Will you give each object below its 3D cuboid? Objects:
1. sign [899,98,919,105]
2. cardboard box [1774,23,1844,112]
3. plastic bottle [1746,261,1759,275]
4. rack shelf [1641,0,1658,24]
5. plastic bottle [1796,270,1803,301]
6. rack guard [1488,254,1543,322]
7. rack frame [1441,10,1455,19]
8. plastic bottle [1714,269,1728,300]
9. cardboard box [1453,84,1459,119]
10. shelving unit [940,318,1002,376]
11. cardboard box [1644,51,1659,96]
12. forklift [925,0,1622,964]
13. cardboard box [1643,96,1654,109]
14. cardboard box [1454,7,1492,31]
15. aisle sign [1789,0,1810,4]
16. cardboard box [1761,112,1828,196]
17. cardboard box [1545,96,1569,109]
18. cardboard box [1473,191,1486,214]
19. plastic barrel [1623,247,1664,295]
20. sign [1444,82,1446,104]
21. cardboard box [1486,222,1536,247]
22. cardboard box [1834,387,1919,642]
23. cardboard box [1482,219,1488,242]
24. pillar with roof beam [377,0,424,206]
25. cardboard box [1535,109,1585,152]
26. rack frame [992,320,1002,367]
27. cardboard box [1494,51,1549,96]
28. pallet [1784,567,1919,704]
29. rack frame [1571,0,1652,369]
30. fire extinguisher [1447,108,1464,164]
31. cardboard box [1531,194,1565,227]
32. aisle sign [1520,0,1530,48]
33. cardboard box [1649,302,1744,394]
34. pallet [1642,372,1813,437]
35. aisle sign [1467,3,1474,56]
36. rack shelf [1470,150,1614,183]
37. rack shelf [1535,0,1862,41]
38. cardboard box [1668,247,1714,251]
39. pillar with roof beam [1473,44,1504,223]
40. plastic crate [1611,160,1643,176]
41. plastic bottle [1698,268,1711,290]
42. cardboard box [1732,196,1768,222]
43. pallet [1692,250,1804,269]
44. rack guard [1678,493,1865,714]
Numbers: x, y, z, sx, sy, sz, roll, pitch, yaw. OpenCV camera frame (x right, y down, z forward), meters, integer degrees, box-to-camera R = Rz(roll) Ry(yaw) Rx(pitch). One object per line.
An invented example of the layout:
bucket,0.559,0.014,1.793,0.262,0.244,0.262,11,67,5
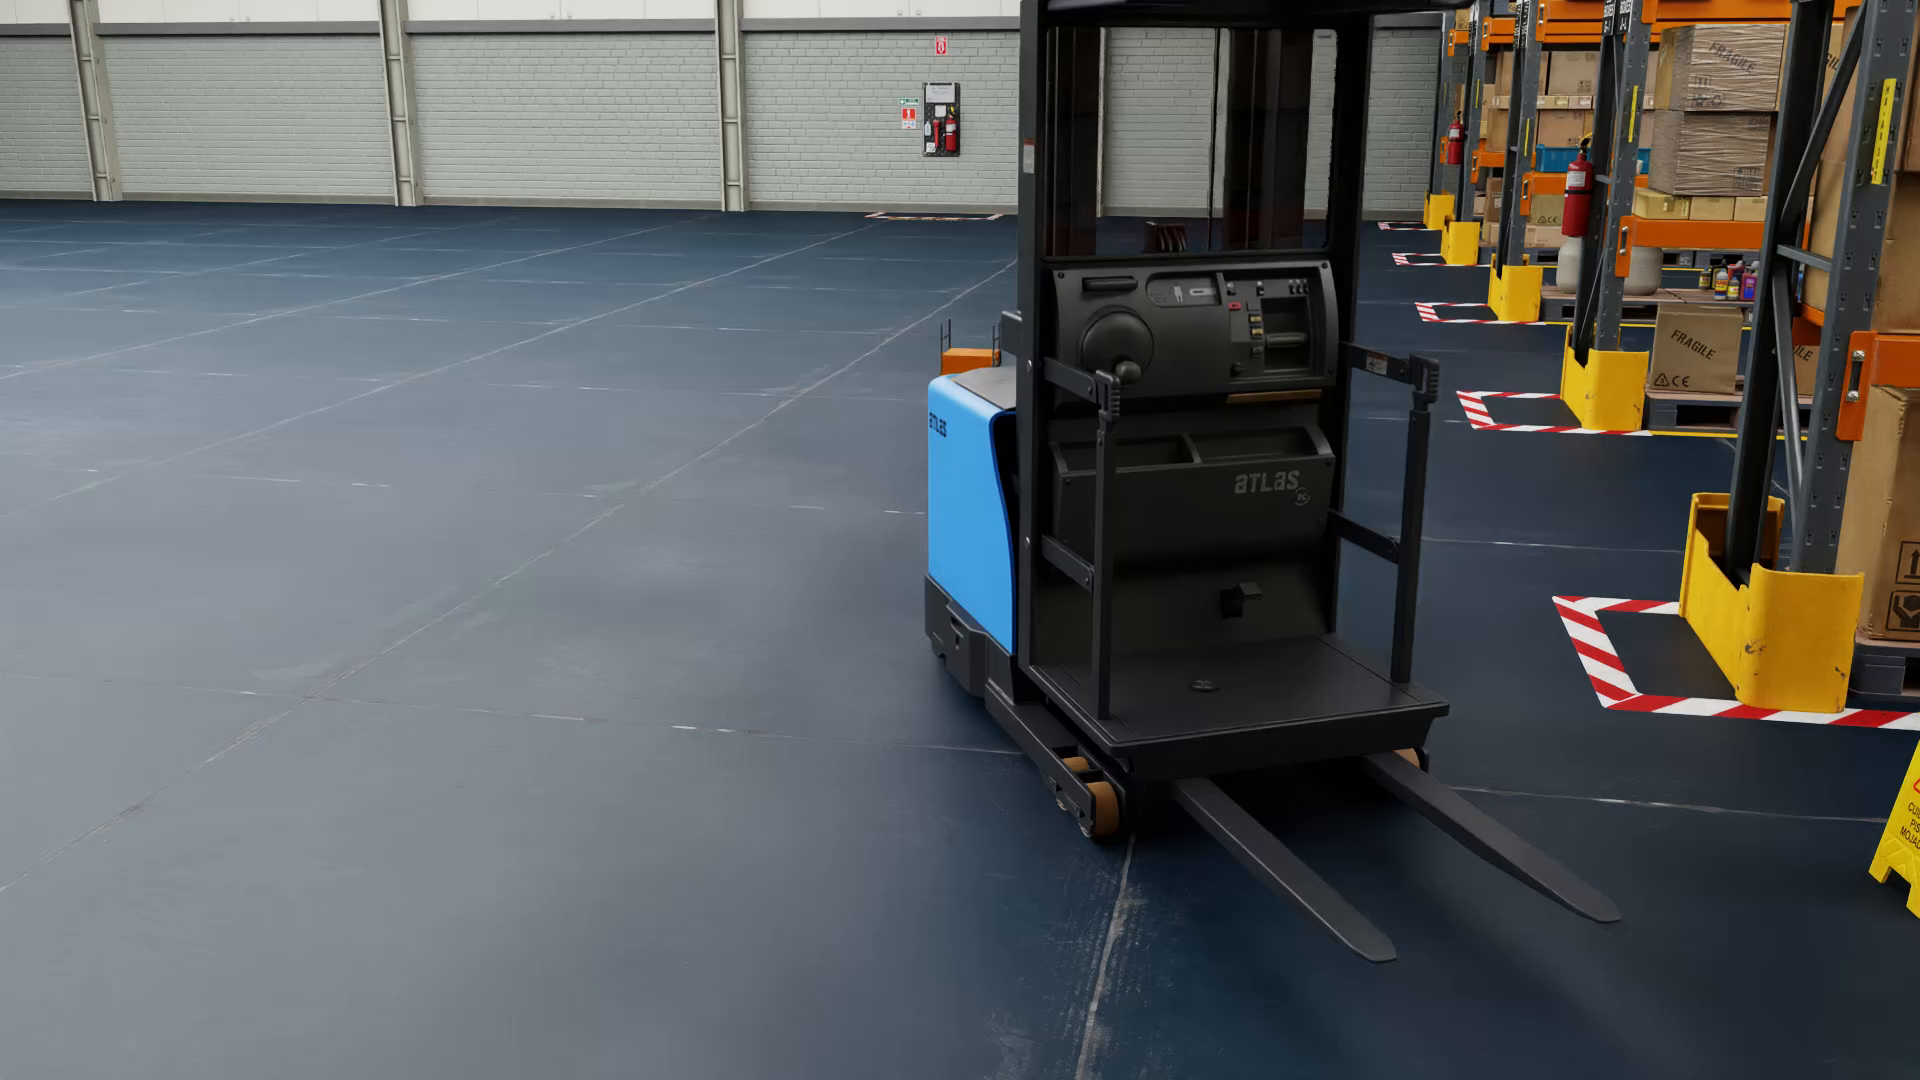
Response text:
sign,-0.835,-7.152,27.134,0.331,0.109,0.001,3,16,11
cardboard box,5.131,-2.833,9.984,0.500,0.500,0.500,3,16,11
plastic bottle,7.409,-2.473,15.579,0.135,0.276,0.152,3,16,10
rack shelf,6.117,-3.281,9.948,4.000,0.370,1.077,3,16,11
plastic bottle,7.491,-2.269,14.853,0.097,0.271,0.097,0,15,0
rack guard,5.228,-2.388,15.677,0.348,0.500,1.175,3,16,11
rack frame,7.119,-9.067,23.869,0.127,3.000,1.000,3,16,11
plastic bottle,6.859,-2.304,14.977,0.097,0.271,0.097,0,15,0
cardboard box,7.623,-6.506,24.697,0.500,0.500,0.500,3,16,10
shelving unit,0.052,-0.503,7.842,0.252,1.050,0.215,3,16,11
cardboard box,8.143,-5.443,19.404,0.500,0.500,0.700,3,16,11
forklift,0.794,-0.662,4.890,1.130,2.935,3.031,-5,16,-17
cardboard box,7.983,-5.082,19.316,0.250,0.149,0.380,3,16,12
cardboard box,7.396,-7.596,23.953,0.500,0.500,0.500,4,16,13
aisle sign,3.060,-2.332,5.921,0.004,0.787,0.394,3,16,11
cardboard box,5.205,-2.449,10.469,0.500,0.500,0.875,3,16,11
cardboard box,6.980,-5.137,19.515,0.250,0.149,0.380,3,16,11
cardboard box,7.779,-5.032,24.752,0.500,0.311,0.500,1,16,5
plastic barrel,6.296,-2.546,15.439,0.421,0.512,0.421,0,15,0
sign,7.011,-6.451,24.042,0.005,0.325,0.100,3,16,11
cardboard box,6.616,-3.671,19.989,0.500,0.250,0.500,3,16,11
cardboard box,3.748,-0.156,6.131,0.875,0.875,0.875,3,16,11
cardboard box,6.719,-3.806,20.478,0.500,0.250,0.500,3,16,11
pillar with roof beam,-10.520,-9.088,23.942,0.400,9.000,9.100,3,16,11
cardboard box,7.106,-4.873,19.779,0.500,0.500,0.700,4,16,13
rack frame,0.172,-0.497,7.818,0.008,1.050,0.200,3,16,11
cardboard box,6.642,-5.523,19.692,0.500,0.500,0.700,3,16,11
pallet,3.869,0.369,6.264,1.213,0.211,1.003,3,16,11
rack frame,4.157,-2.289,10.636,0.127,3.000,1.000,3,16,11
fire extinguisher,6.112,-4.971,20.462,0.183,0.674,0.296,3,16,11
cardboard box,7.107,-4.006,19.794,0.500,0.500,0.500,3,16,11
aisle sign,5.015,-4.765,14.704,0.004,0.787,0.394,3,16,11
cardboard box,4.766,-1.249,10.778,0.500,0.500,0.500,6,17,21
pallet,5.021,-0.889,10.804,1.213,0.211,1.003,3,16,11
aisle sign,6.129,-6.213,19.934,0.004,0.787,0.394,3,16,11
rack shelf,8.095,-4.427,19.703,4.000,0.370,1.077,3,16,11
rack shelf,7.104,-4.577,14.625,4.000,0.370,1.077,3,16,11
cardboard box,8.576,-3.564,19.604,0.500,0.250,0.500,3,16,11
pillar with roof beam,7.119,-8.130,20.486,0.400,9.000,9.100,3,16,11
plastic crate,5.957,-3.326,14.873,0.250,0.136,0.298,3,16,11
plastic bottle,7.031,-2.465,15.690,0.097,0.201,0.097,0,15,0
cardboard box,4.872,-2.055,10.261,0.250,0.149,0.380,3,16,11
pallet,9.284,-3.377,19.787,1.213,0.211,1.003,3,16,11
rack guard,3.046,0.207,6.310,0.348,0.500,1.175,3,16,11
